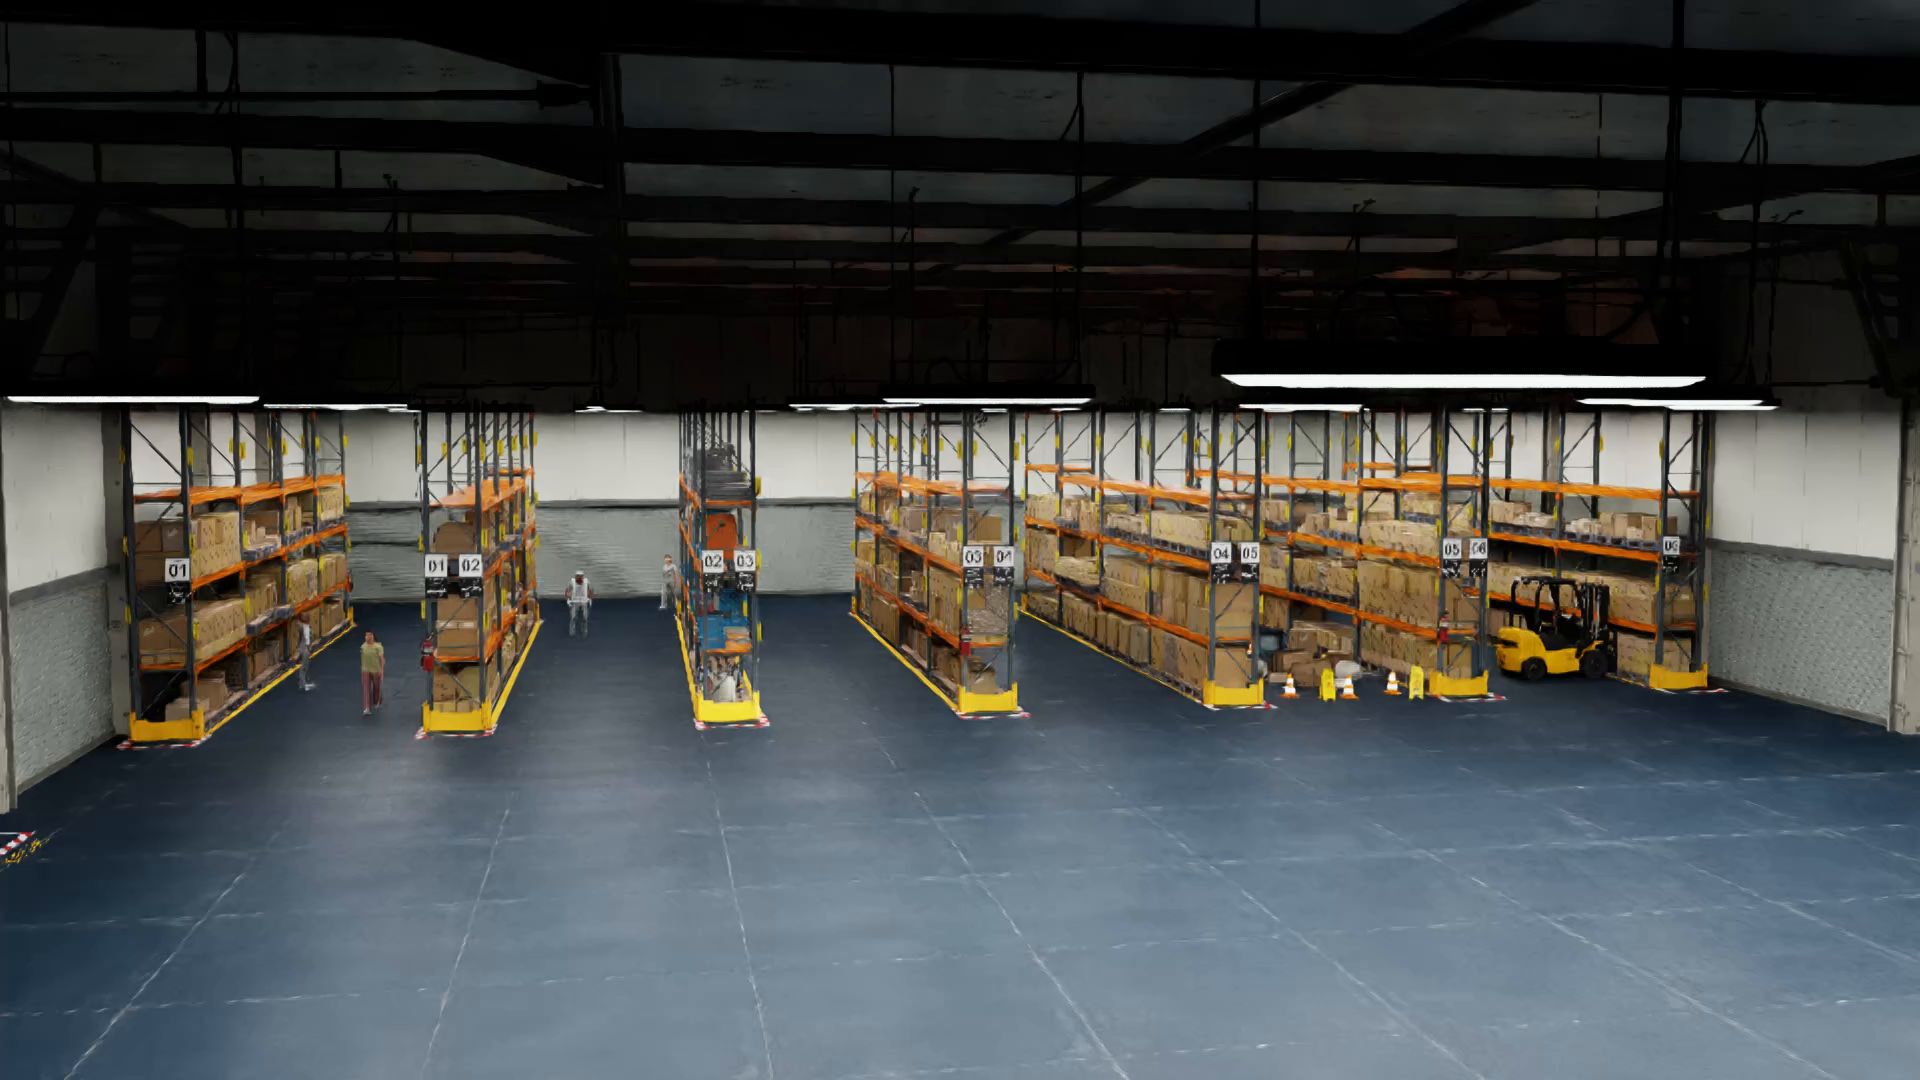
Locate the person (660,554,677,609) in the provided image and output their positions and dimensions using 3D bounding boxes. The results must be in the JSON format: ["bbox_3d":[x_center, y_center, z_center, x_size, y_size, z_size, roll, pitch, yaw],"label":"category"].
[{"bbox_3d":[-8.558,1.210,49.034,0.463,1.620,0.924,0,4,5],"label":"person"}]

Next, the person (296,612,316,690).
[{"bbox_3d":[-13.610,2.295,34.637,0.423,1.599,0.499,-3,5,-36],"label":"person"}]

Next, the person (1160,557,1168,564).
[{"bbox_3d":[5.764,1.284,47.063,0.588,1.745,0.685,0,4,1],"label":"person"}]

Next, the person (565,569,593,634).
[{"bbox_3d":[-9.881,1.600,43.173,0.702,1.718,0.541,-1,4,-13],"label":"person"}]

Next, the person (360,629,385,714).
[{"bbox_3d":[-11.287,2.502,31.951,0.455,1.612,1.019,-1,4,-12],"label":"person"}]
